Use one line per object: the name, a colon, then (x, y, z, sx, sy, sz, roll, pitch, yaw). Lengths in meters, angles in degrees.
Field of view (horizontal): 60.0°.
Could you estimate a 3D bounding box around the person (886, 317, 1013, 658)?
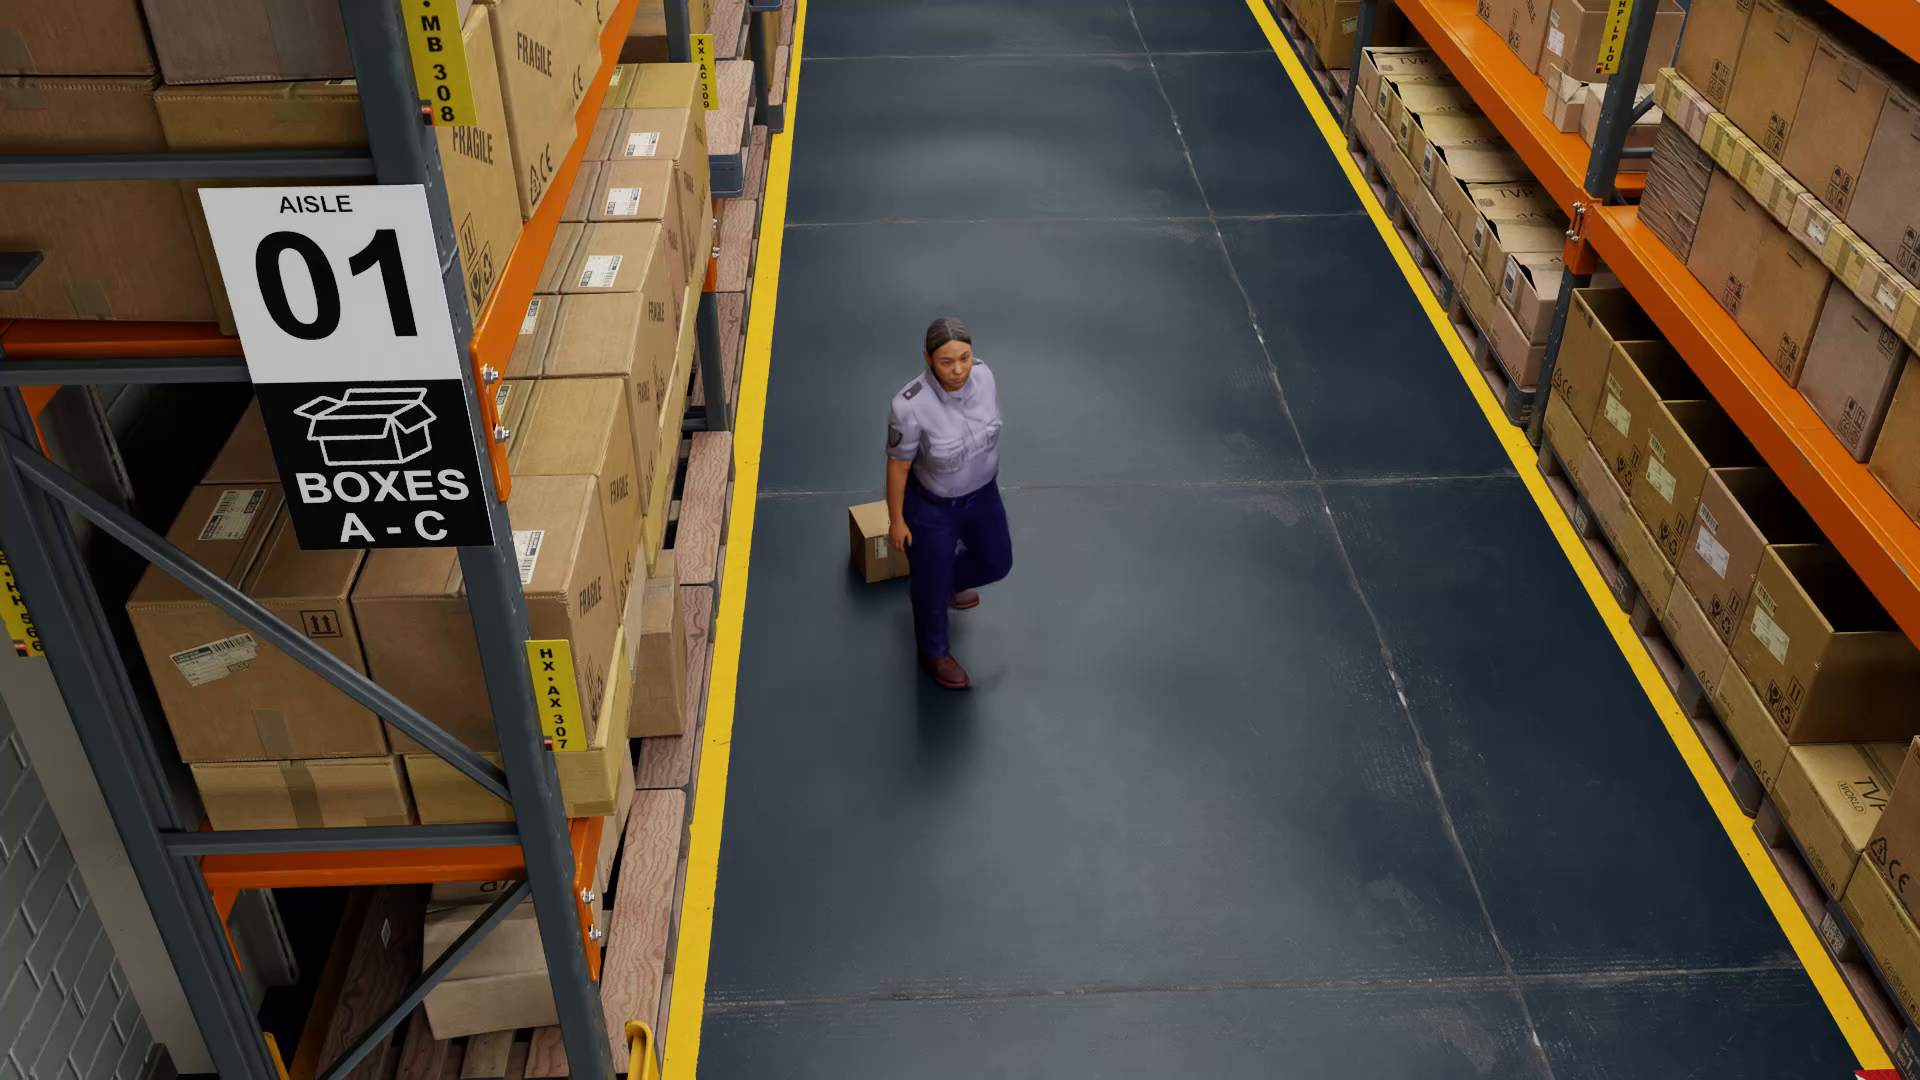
person: (-0.088, -0.198, 6.383, 0.524, 1.578, 0.480, -26, 43, -32)
